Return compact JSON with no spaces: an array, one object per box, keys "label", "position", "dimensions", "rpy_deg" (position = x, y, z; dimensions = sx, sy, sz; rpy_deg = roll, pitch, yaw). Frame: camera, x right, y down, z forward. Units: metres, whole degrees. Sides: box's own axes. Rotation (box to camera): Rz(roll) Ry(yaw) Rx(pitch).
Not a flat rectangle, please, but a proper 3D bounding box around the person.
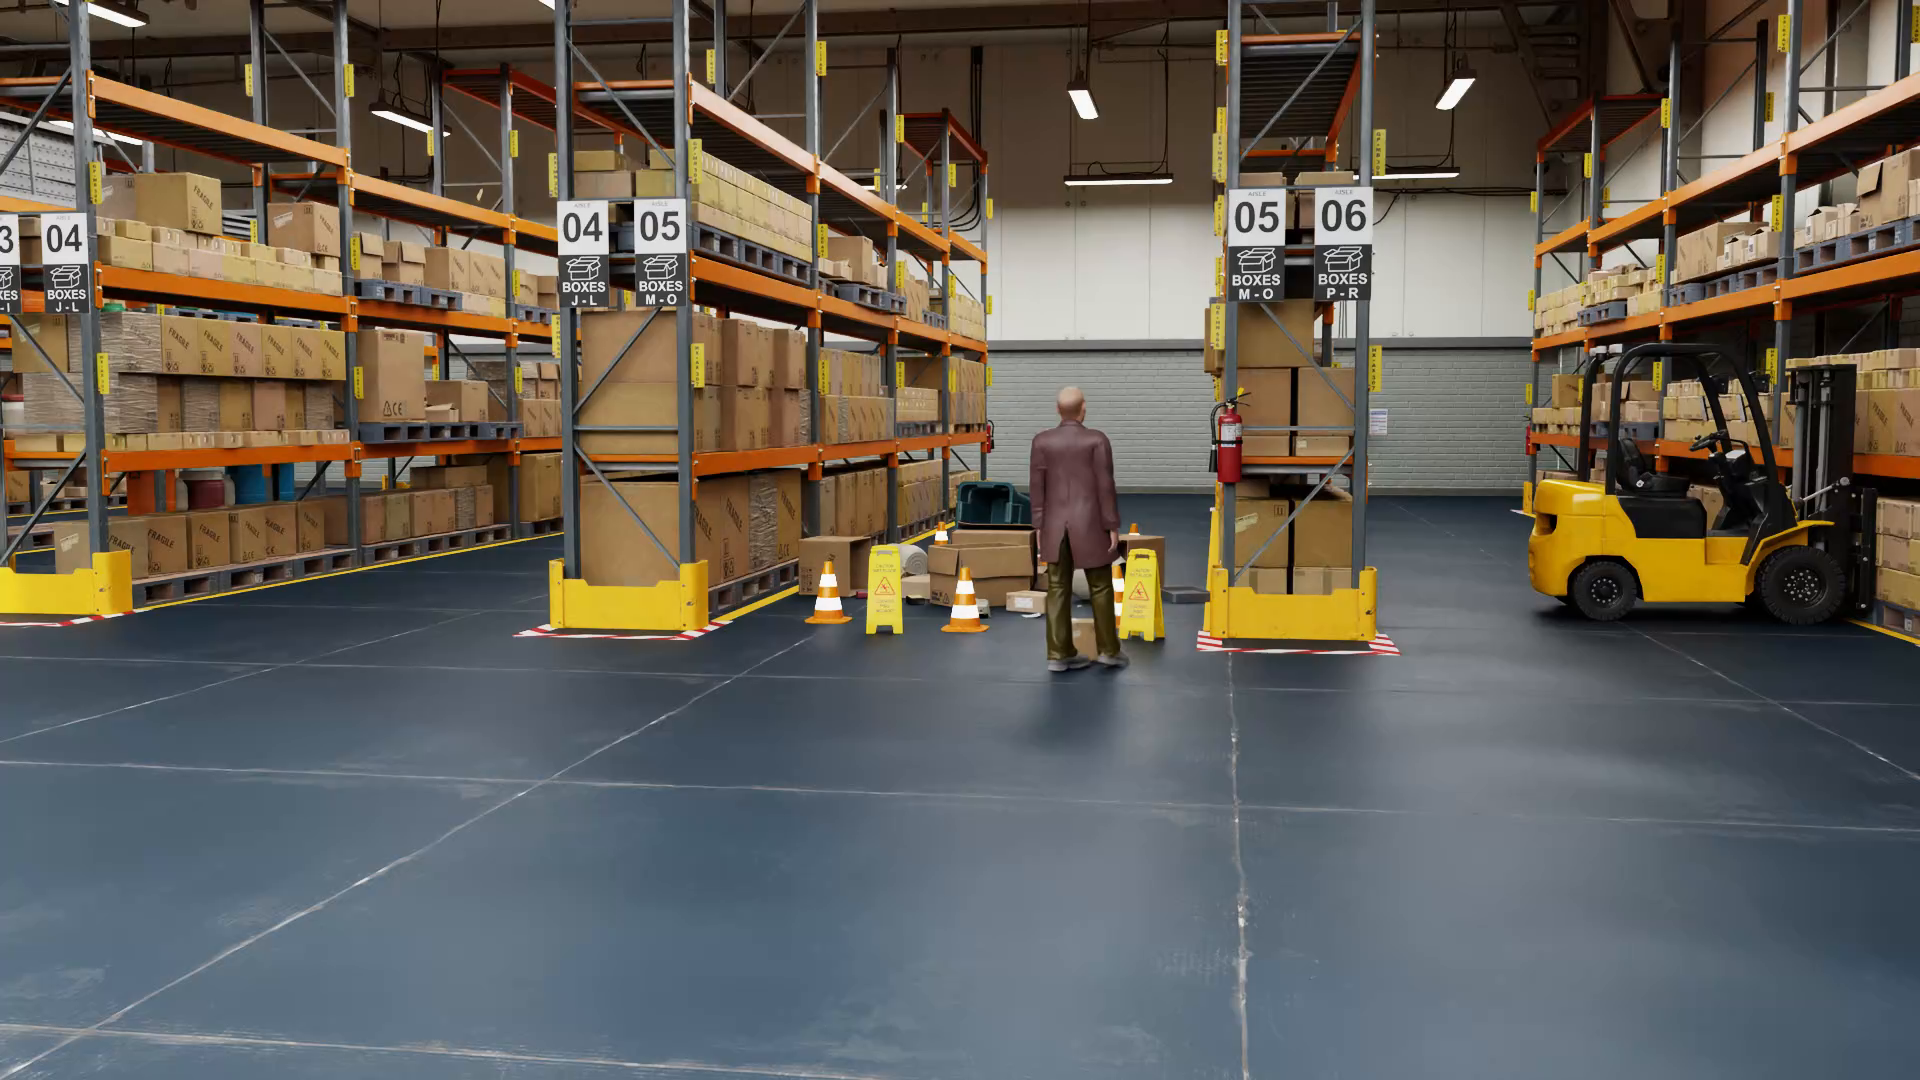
[{"label":"person","position":[0.775,-0.098,10.538],"dimensions":[0.591,1.741,0.631],"rpy_deg":[2,5,21]}]
